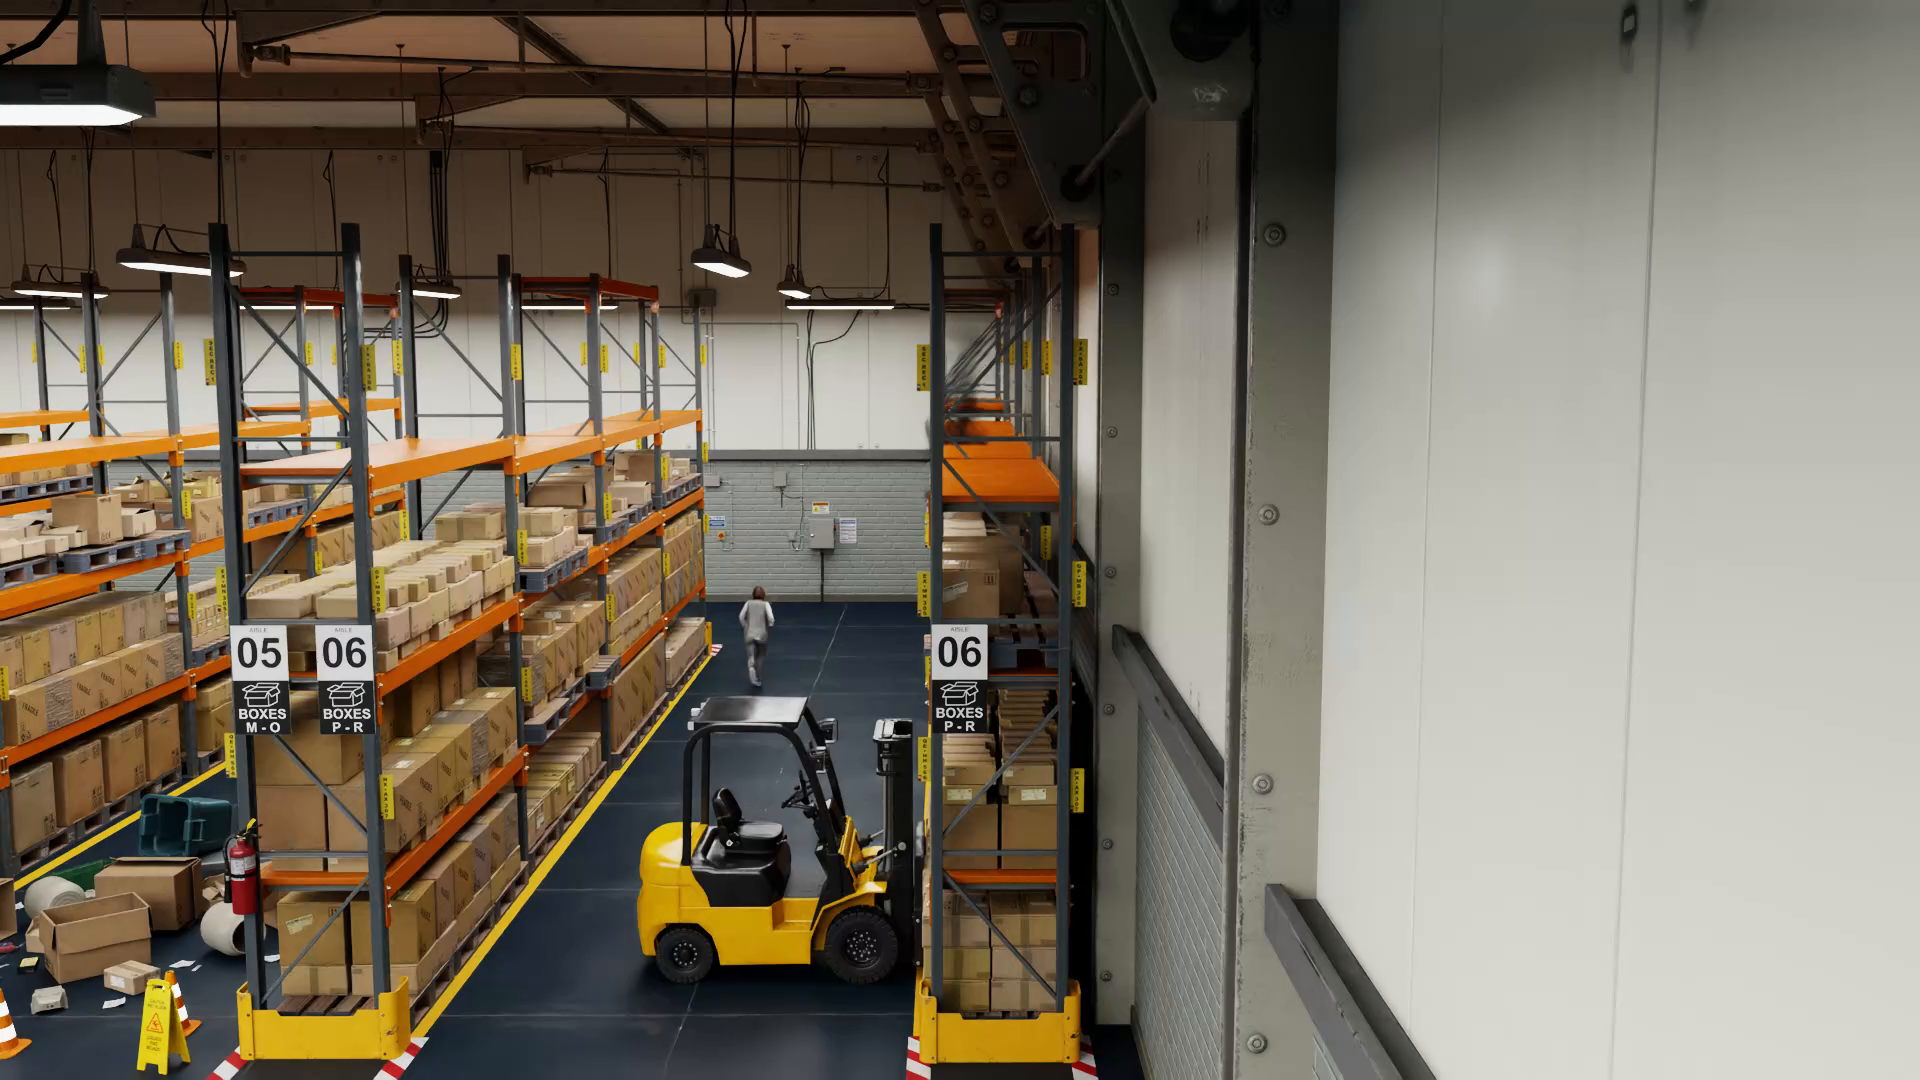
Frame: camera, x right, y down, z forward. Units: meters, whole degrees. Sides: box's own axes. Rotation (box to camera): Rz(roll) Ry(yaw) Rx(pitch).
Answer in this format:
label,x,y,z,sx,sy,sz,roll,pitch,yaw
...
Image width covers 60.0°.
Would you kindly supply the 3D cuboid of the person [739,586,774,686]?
label,x,y,z,sx,sy,sz,roll,pitch,yaw
person,-3.054,1.500,24.951,0.537,1.586,0.913,0,7,-1
